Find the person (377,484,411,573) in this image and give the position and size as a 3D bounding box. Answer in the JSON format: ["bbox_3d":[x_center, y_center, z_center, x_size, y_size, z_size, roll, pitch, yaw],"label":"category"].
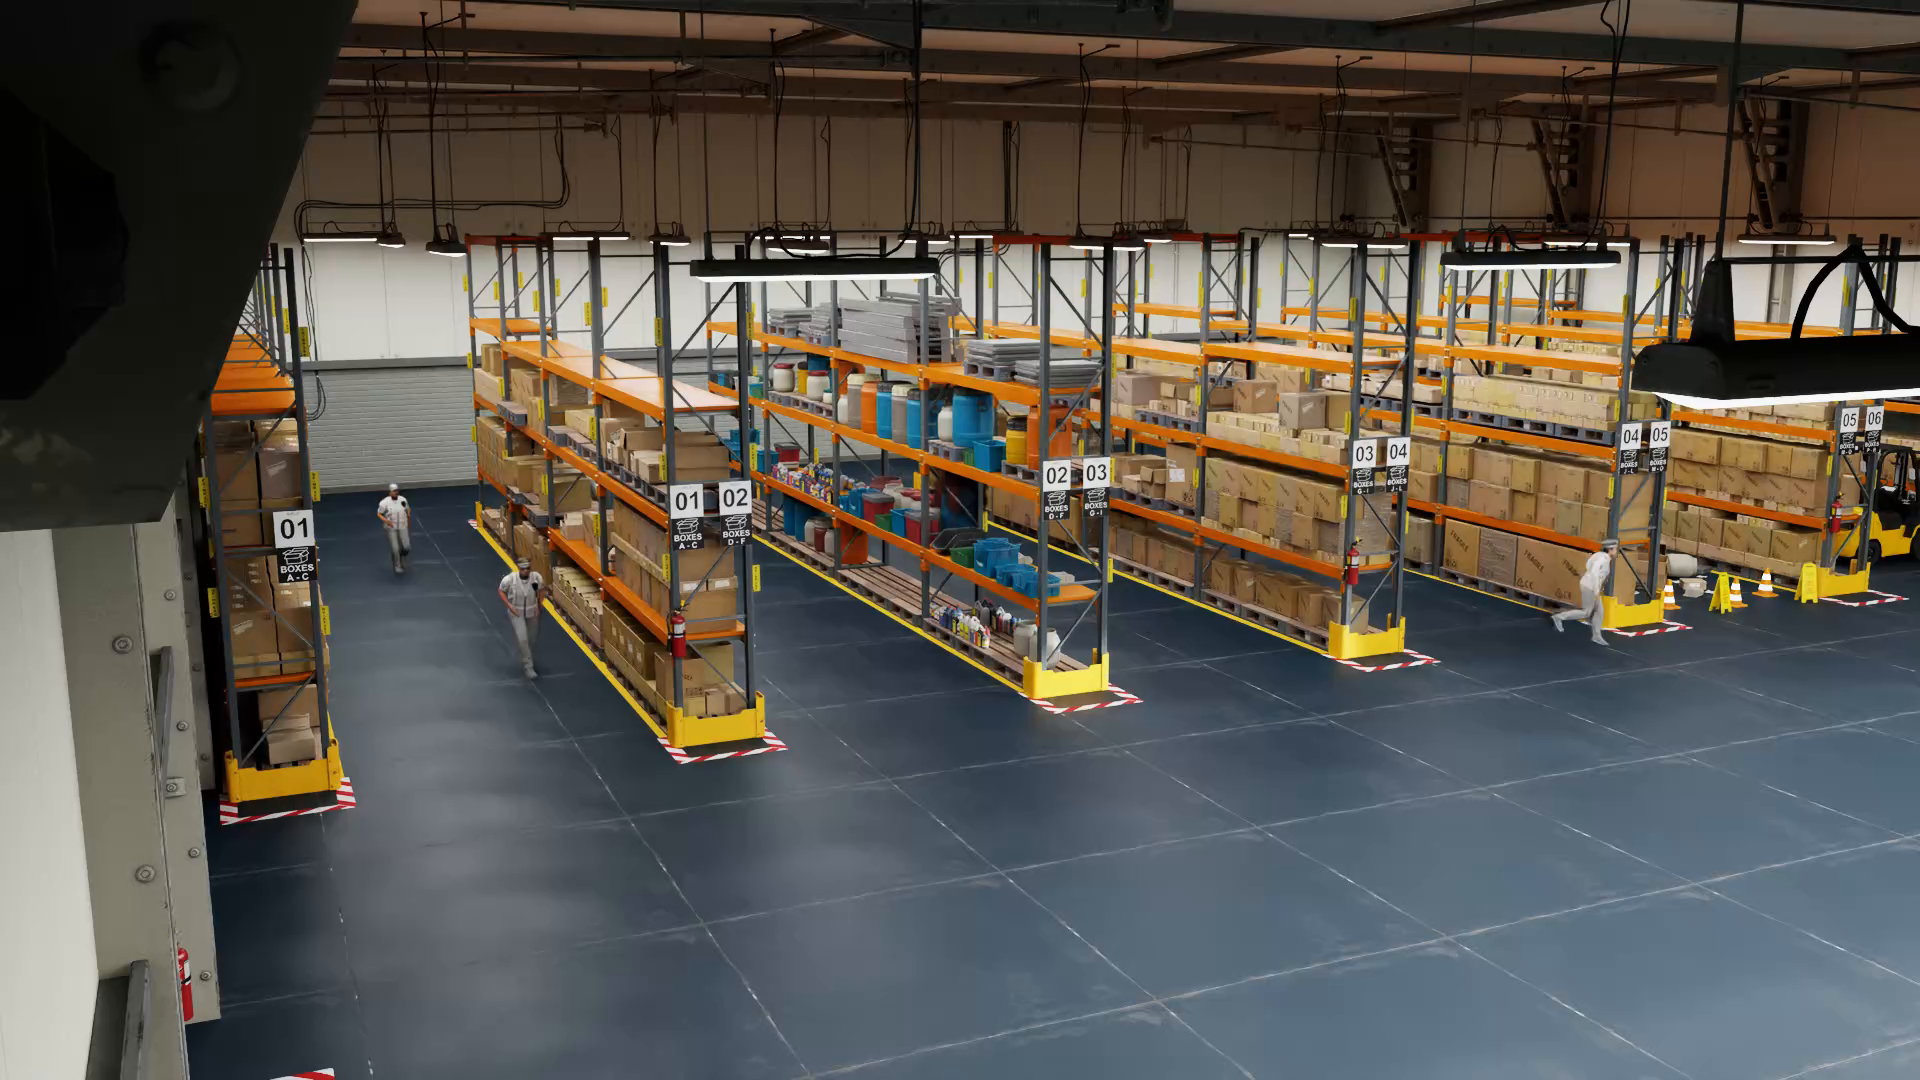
[{"bbox_3d":[-10.138,-0.203,29.904,0.607,1.629,0.539,-7,13,-31],"label":"person"}]

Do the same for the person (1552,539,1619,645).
[{"bbox_3d":[9.412,0.772,25.067,0.886,1.635,0.626,2,11,9],"label":"person"}]

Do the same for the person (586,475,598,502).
[{"bbox_3d":[-7.788,-1.288,35.213,0.757,1.811,0.693,10,15,43],"label":"person"}]

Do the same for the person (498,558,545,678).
[{"bbox_3d":[-6.166,1.025,23.447,0.649,1.722,0.890,-4,12,-20],"label":"person"}]
